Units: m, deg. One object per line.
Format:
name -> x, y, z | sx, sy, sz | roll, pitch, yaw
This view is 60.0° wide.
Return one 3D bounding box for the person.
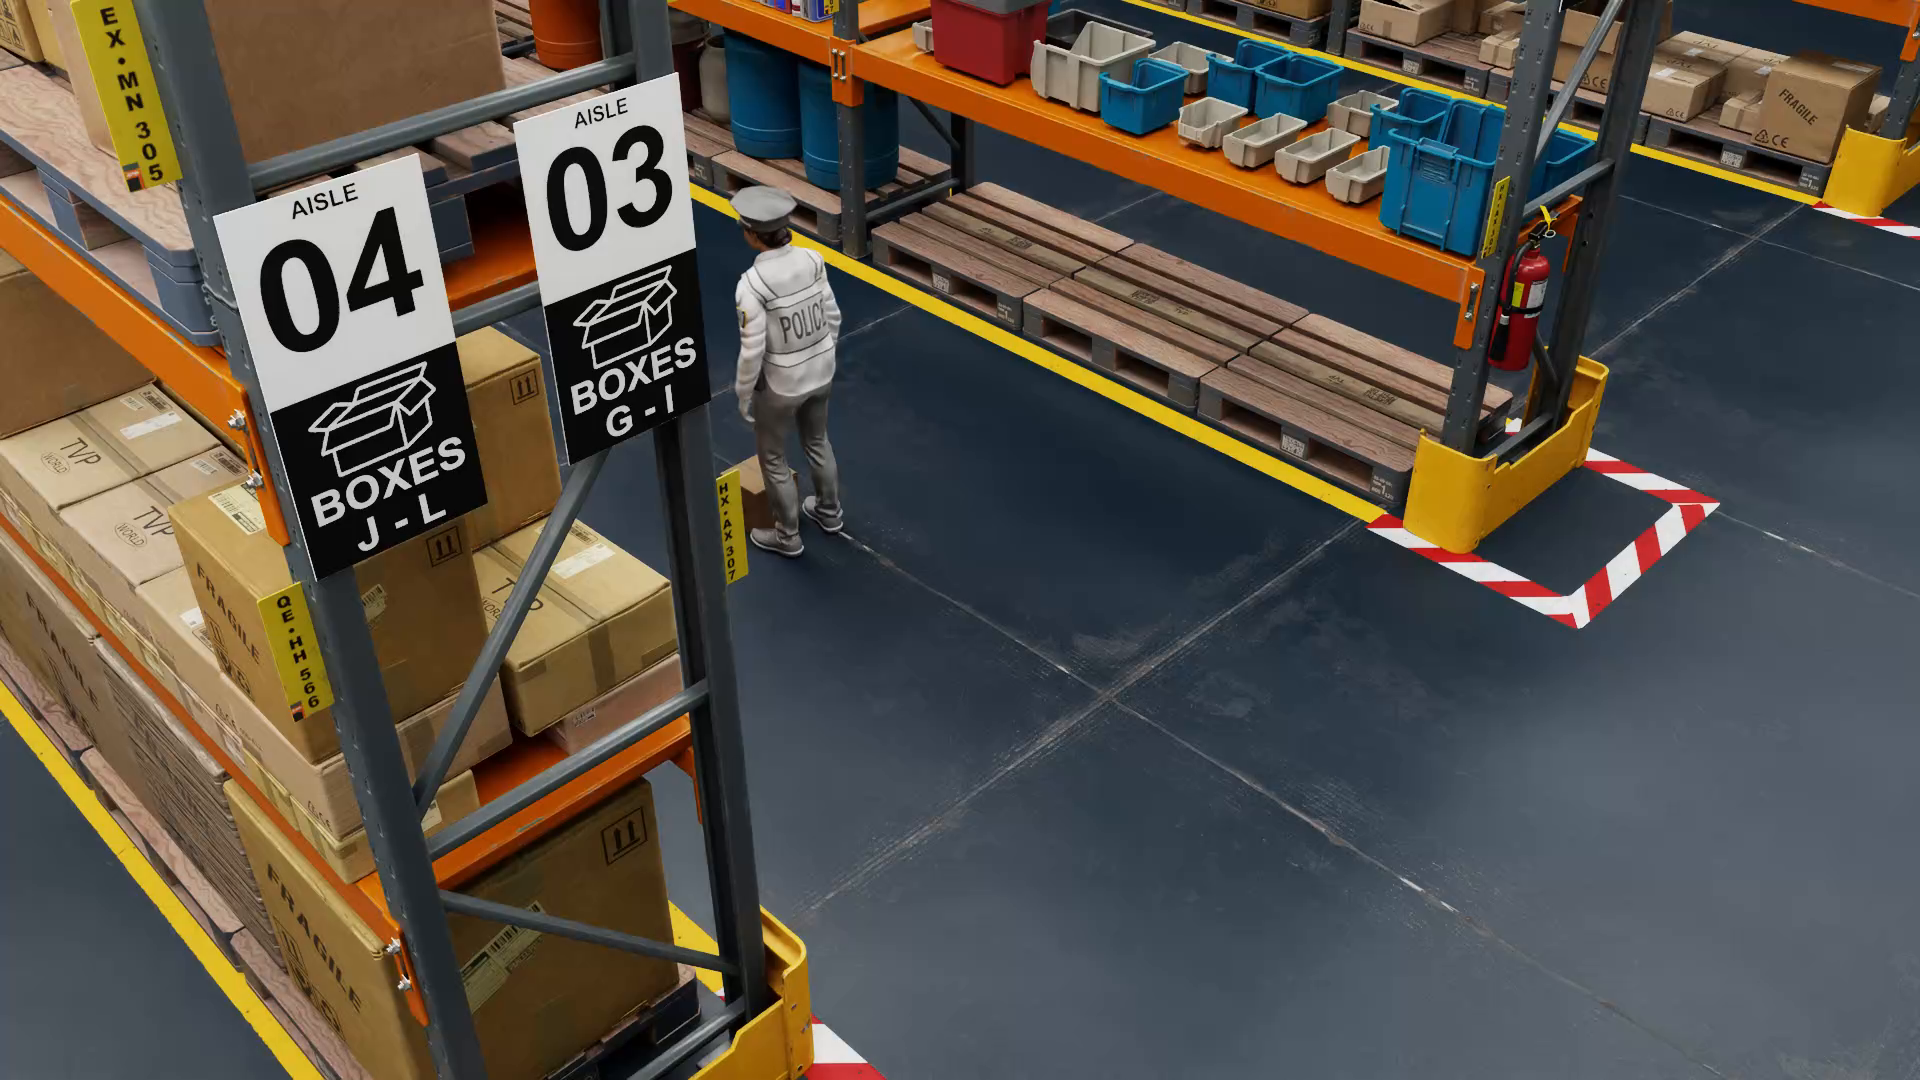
person -> -0.735, -0.686, 7.099 | 0.376, 1.663, 0.527 | 30, 45, 35
